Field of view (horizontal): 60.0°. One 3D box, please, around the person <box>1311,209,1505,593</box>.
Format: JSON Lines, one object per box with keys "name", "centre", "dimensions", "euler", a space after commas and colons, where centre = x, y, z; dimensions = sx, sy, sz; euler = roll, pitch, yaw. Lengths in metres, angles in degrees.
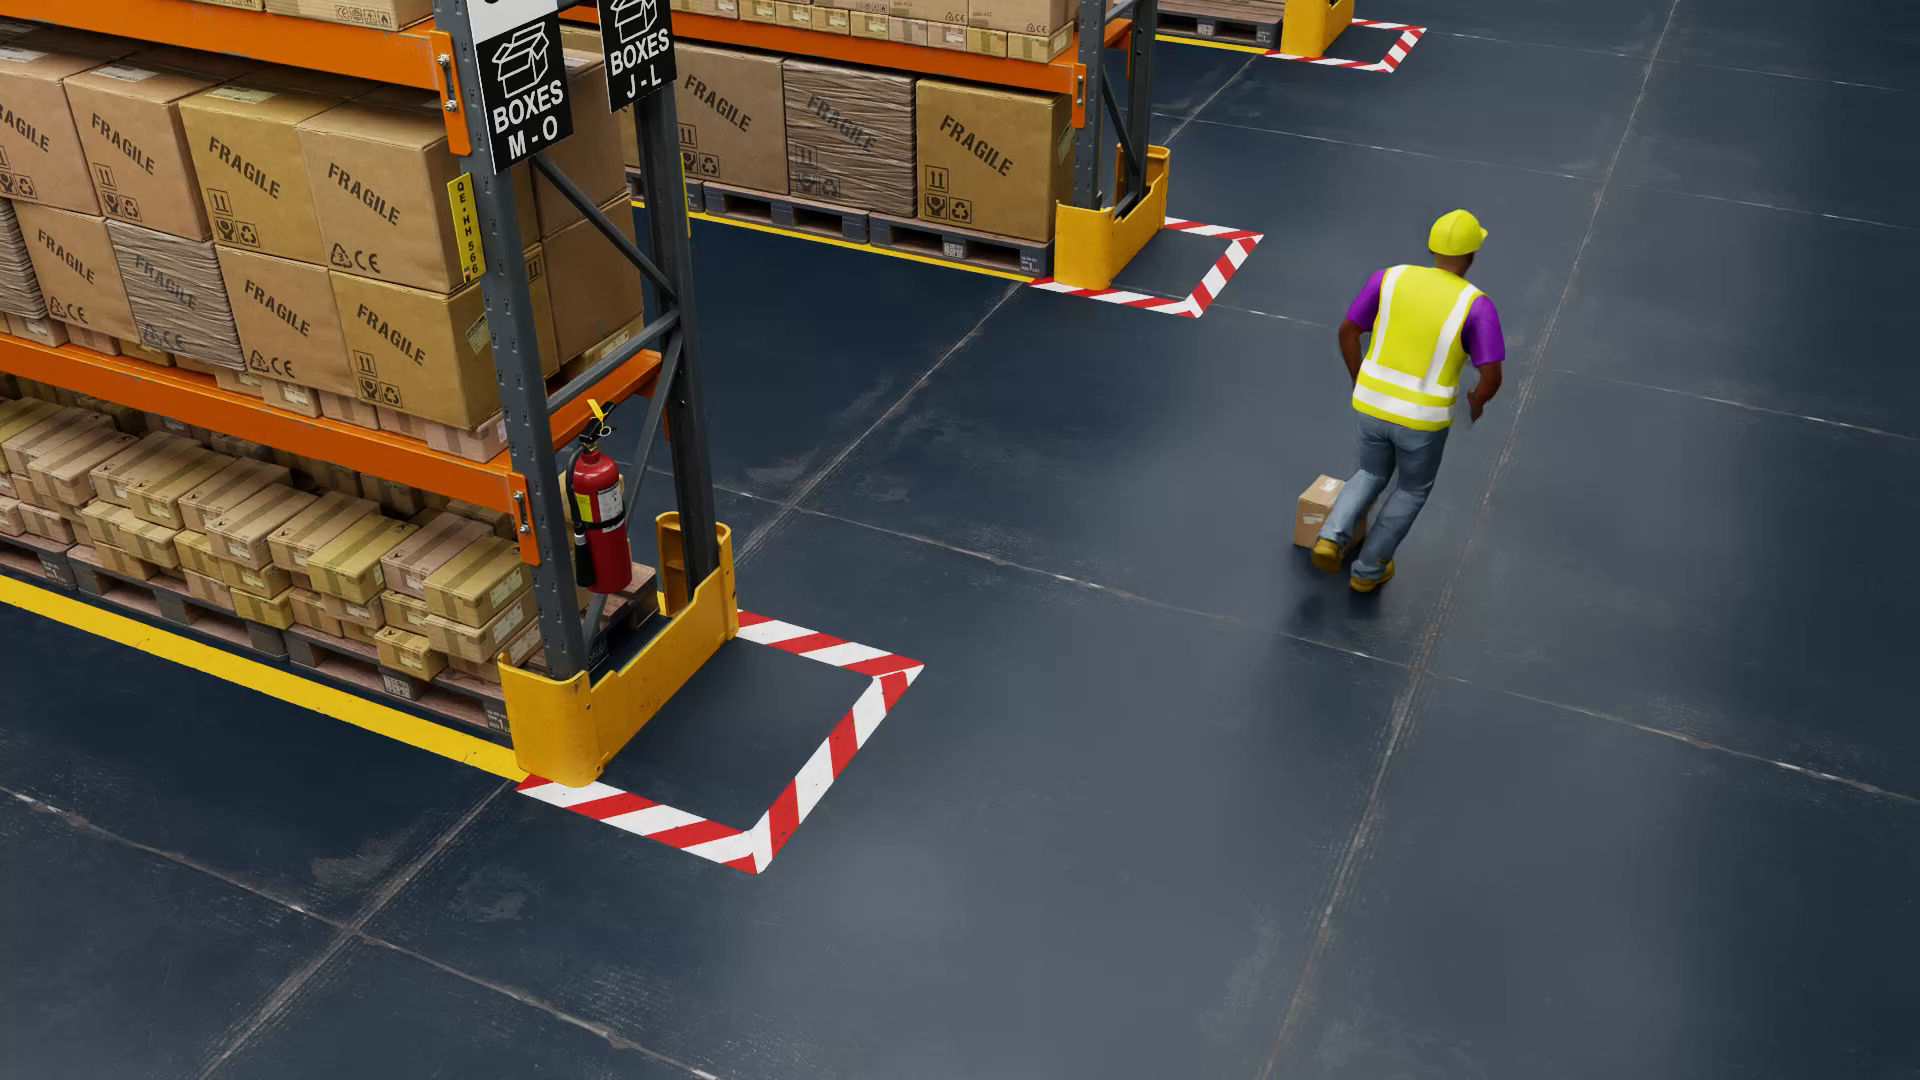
{"name": "person", "centre": [1.881, -0.528, 7.014], "dimensions": [0.725, 1.664, 0.785], "euler": [24, 40, 32]}
